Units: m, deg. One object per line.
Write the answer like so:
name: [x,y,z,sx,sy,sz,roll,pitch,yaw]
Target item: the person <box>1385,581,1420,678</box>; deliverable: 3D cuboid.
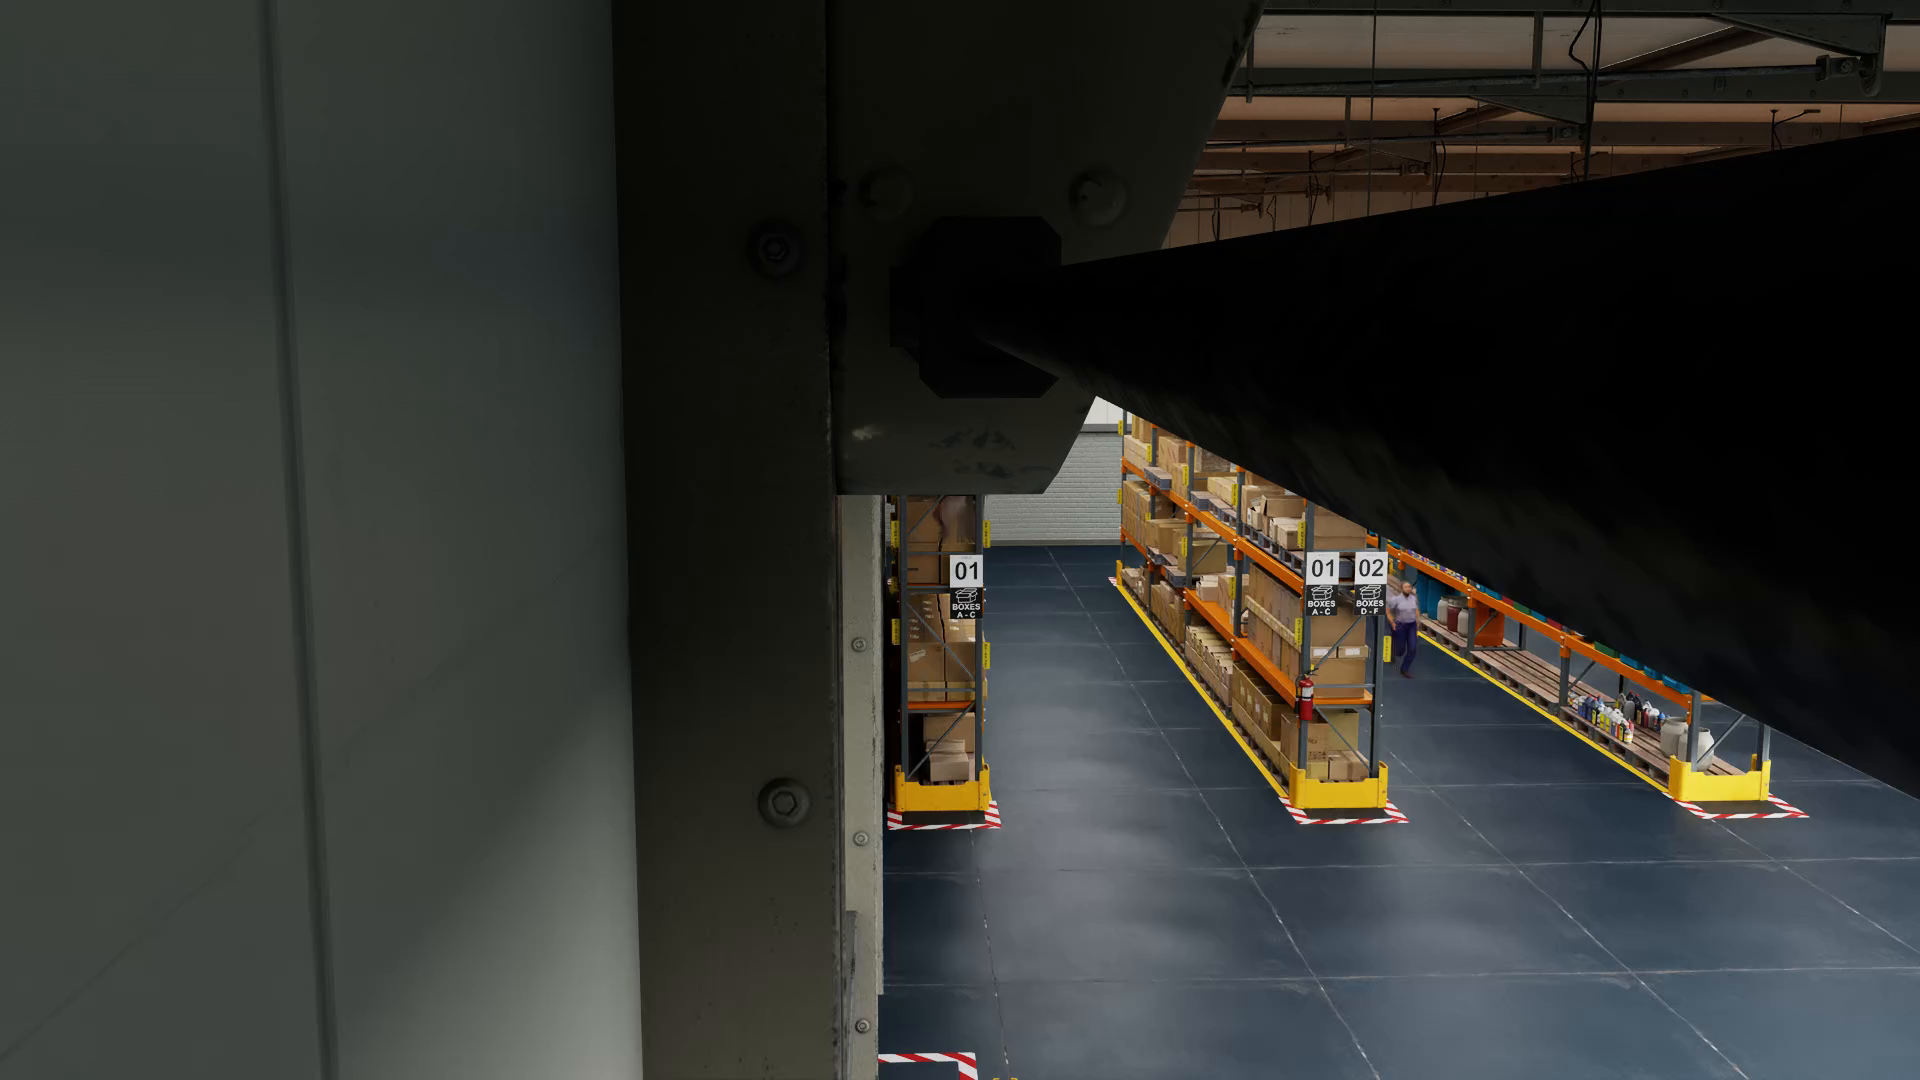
person: [7.400,1.470,27.753,0.613,1.608,0.586,-1,9,-9]
